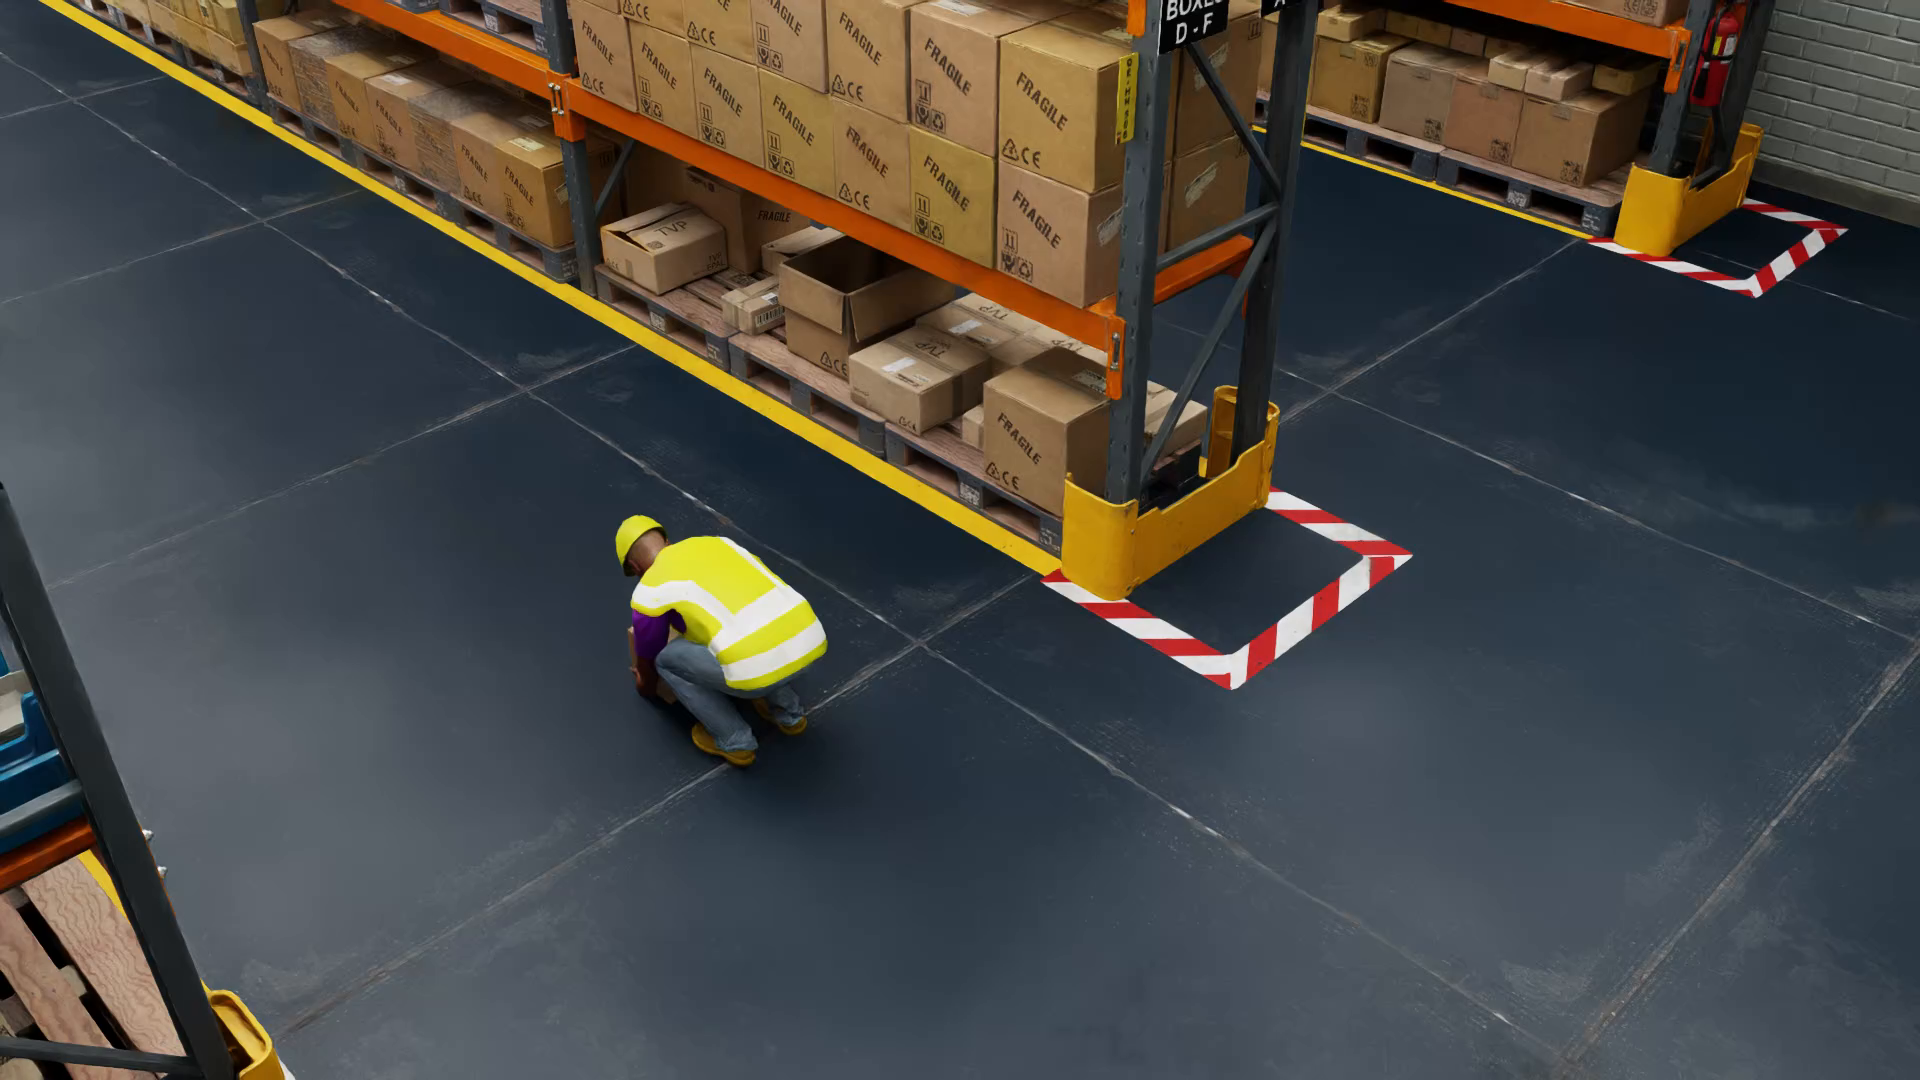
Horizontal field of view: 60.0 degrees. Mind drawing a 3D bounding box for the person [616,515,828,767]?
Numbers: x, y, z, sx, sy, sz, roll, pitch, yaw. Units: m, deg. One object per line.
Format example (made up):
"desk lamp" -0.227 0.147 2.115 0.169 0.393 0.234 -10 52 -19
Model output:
"person" -0.960 0.391 6.441 0.959 0.809 0.529 29 44 34
